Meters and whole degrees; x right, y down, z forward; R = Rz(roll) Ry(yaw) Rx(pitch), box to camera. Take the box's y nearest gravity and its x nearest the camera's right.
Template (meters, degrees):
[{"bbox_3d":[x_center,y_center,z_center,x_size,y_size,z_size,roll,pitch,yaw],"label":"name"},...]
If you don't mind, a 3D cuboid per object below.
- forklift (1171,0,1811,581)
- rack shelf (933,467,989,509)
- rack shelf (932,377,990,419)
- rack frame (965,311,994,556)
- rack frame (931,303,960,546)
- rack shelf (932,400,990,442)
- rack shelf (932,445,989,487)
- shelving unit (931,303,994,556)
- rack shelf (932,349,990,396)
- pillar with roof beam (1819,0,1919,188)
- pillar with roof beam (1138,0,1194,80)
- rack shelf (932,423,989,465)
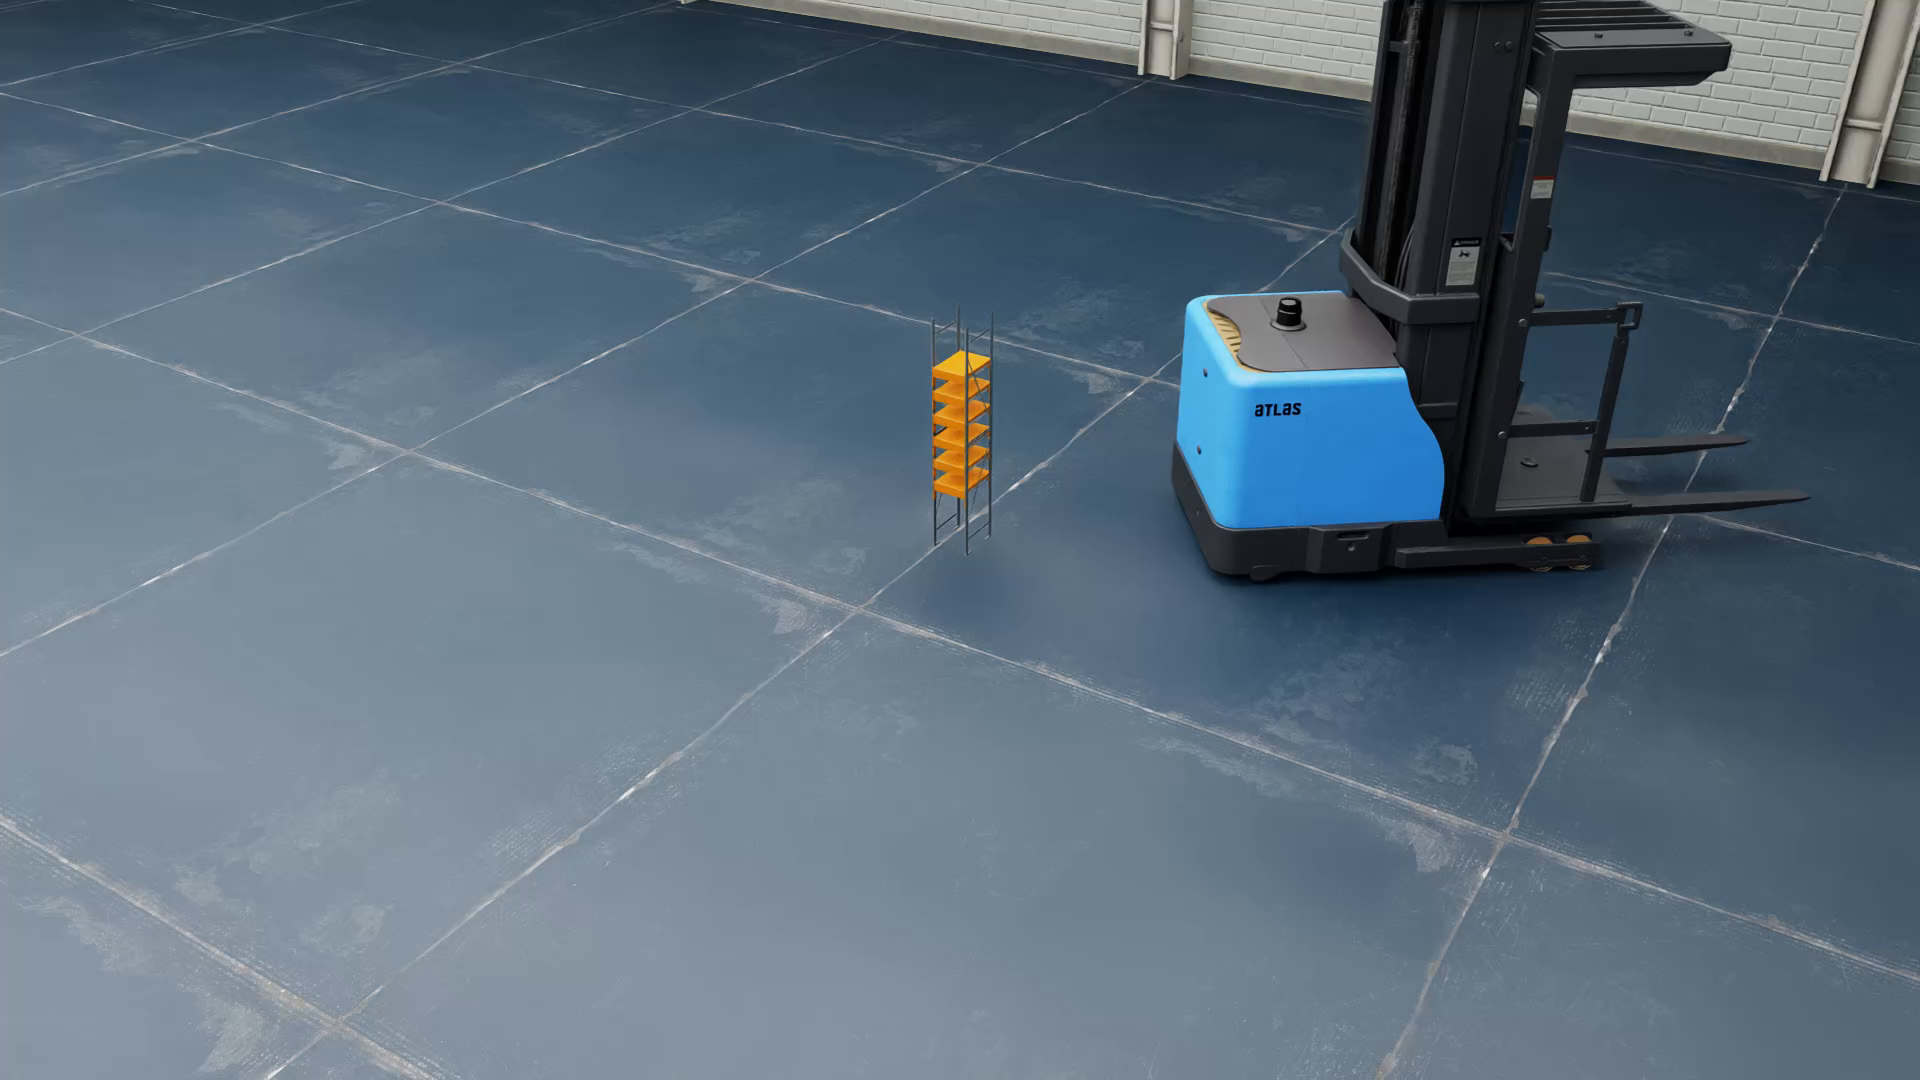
[{"bbox_3d":[2.647,-1.375,7.698,3.031,2.935,1.130,-3,30,-5],"label":"forklift"},{"bbox_3d":[0.012,-0.269,8.084,0.180,0.103,0.258,18,35,27],"label":"rack shelf"},{"bbox_3d":[0.012,-0.683,7.842,0.180,0.103,0.258,18,35,27],"label":"rack shelf"},{"bbox_3d":[0.090,-0.490,7.899,0.006,1.200,0.240,18,35,27],"label":"rack frame"},{"bbox_3d":[-0.065,-0.539,7.983,0.006,1.200,0.240,18,35,27],"label":"rack frame"},{"bbox_3d":[0.012,-0.580,7.903,0.180,0.103,0.258,18,35,27],"label":"rack shelf"},{"bbox_3d":[0.012,-0.372,8.024,0.180,0.103,0.258,18,35,27],"label":"rack shelf"},{"bbox_3d":[0.012,-0.514,7.941,0.189,1.200,0.258,18,35,27],"label":"shelving unit"},{"bbox_3d":[0.012,-0.787,7.782,0.180,0.103,0.258,18,35,27],"label":"rack shelf"},{"bbox_3d":[4.738,-4.902,7.723,0.400,9.000,9.100,18,35,27],"label":"pillar with roof beam"},{"bbox_3d":[-0.344,-6.510,10.478,0.400,9.000,9.100,18,35,27],"label":"pillar with roof beam"},{"bbox_3d":[0.012,-0.476,7.963,0.180,0.103,0.258,18,35,27],"label":"rack shelf"}]
